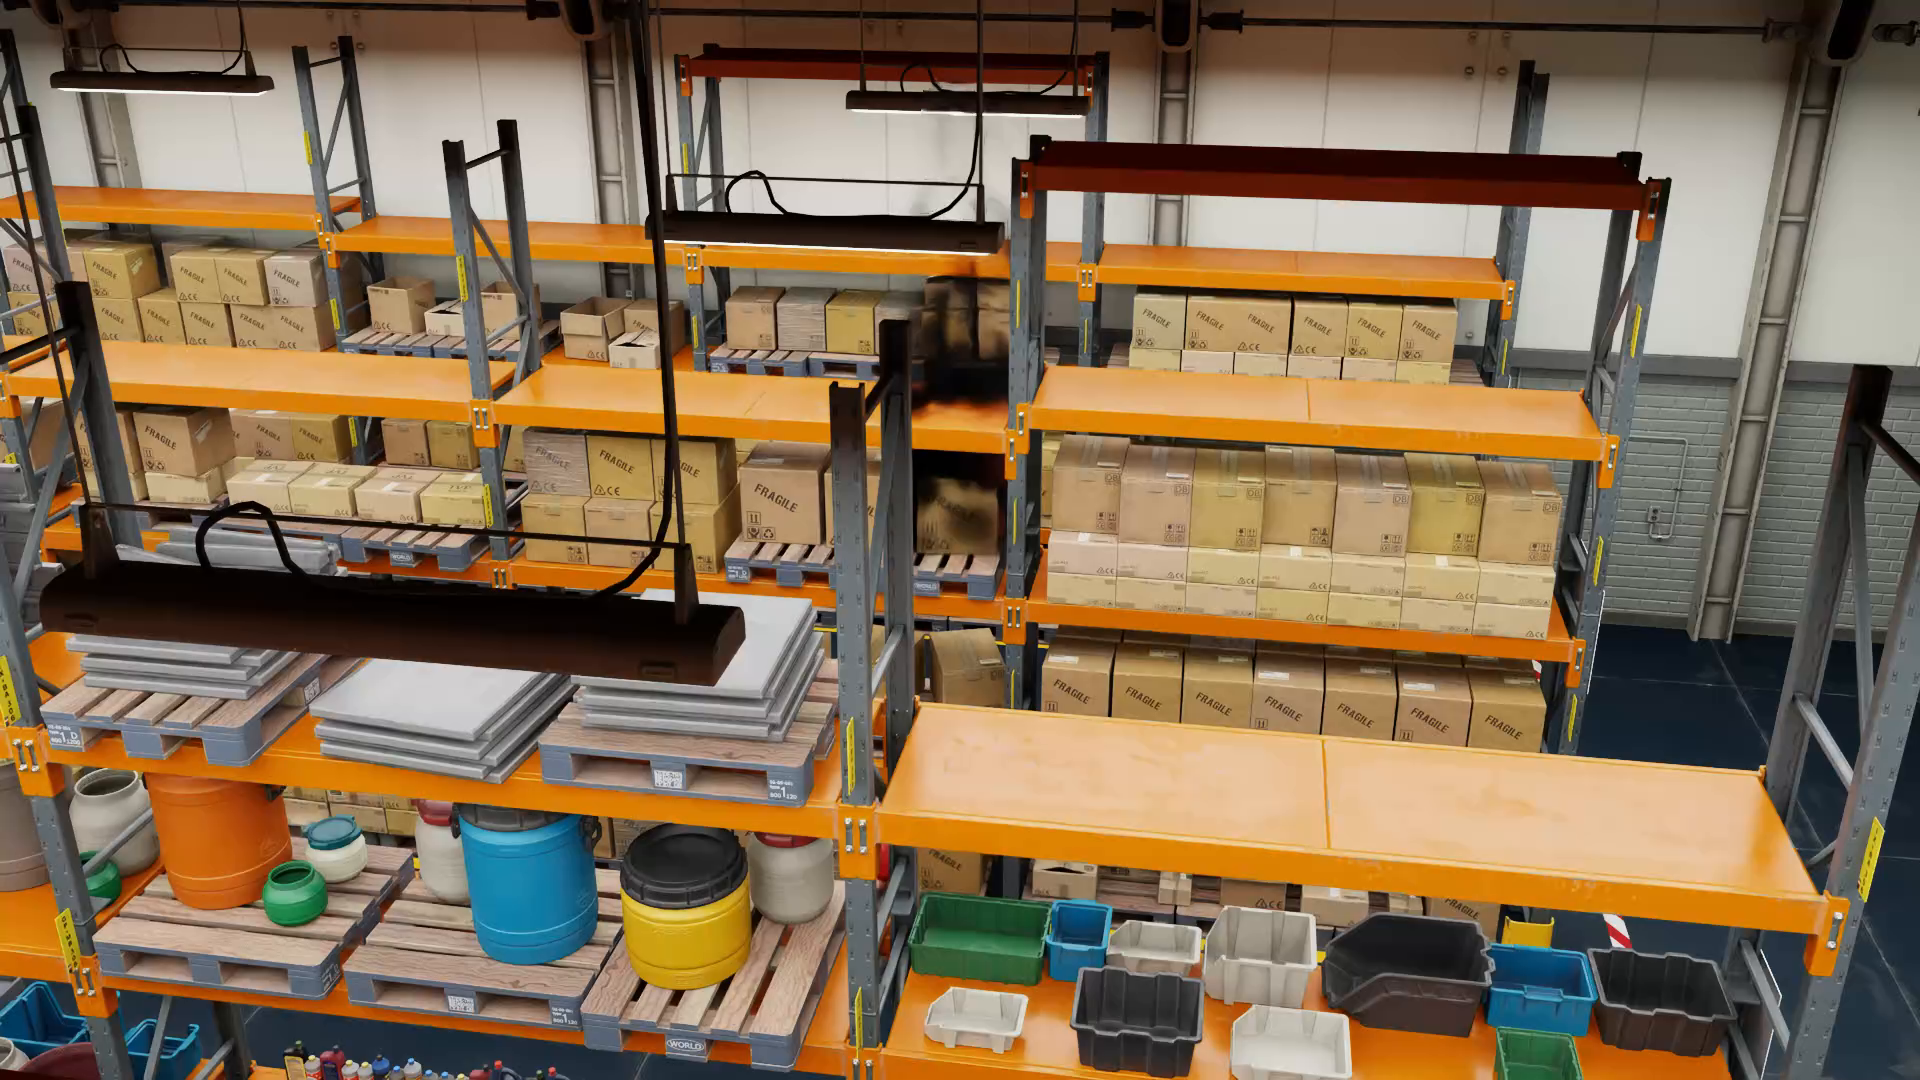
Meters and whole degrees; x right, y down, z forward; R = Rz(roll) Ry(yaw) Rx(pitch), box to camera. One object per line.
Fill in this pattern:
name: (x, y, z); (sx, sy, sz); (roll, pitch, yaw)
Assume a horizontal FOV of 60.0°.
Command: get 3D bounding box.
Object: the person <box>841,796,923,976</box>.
person: (-0.494, 2.507, 11.526); (0.832, 1.782, 0.652); (4, 23, 9)
